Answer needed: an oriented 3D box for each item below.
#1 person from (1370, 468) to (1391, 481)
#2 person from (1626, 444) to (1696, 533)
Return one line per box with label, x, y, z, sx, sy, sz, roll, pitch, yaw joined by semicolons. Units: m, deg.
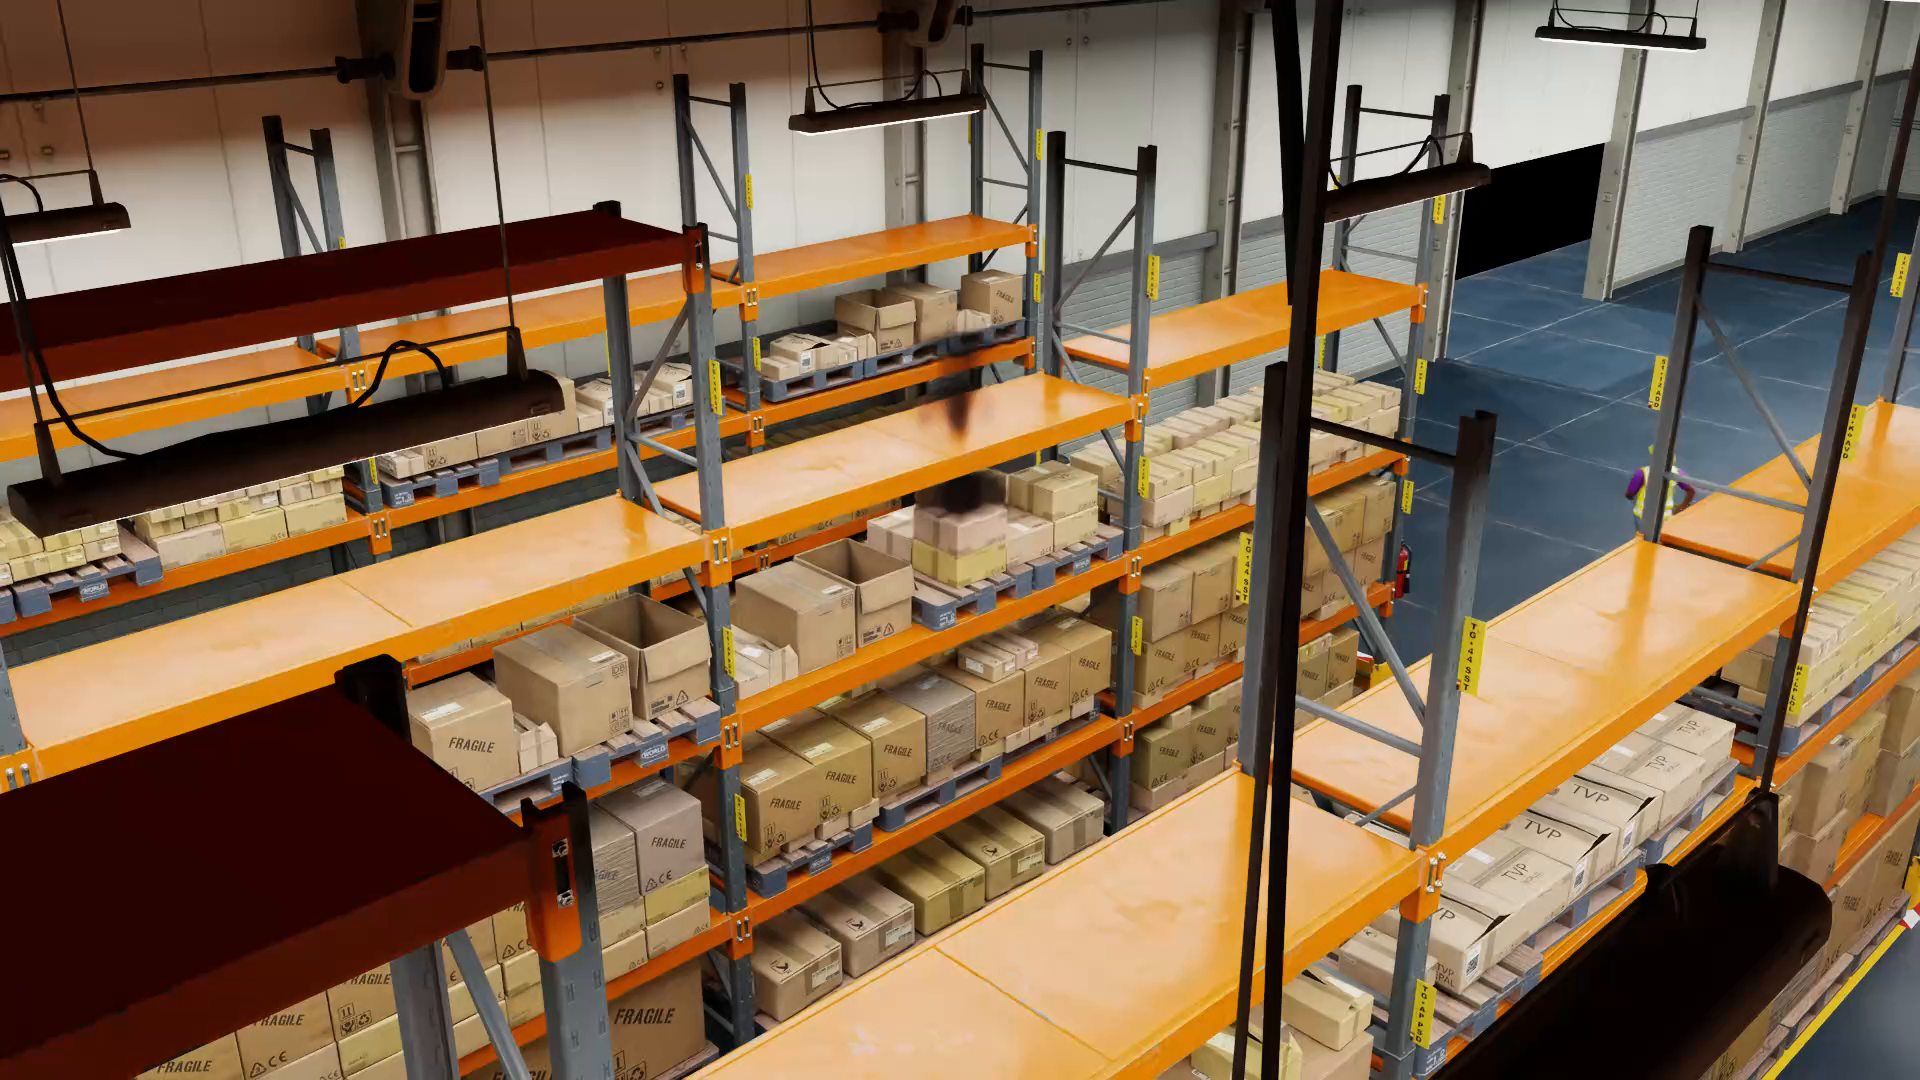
person;5.336;-1.002;21.248;0.557;1.605;0.743;14;26;30
person;8.038;-0.311;19.321;0.694;1.738;0.708;-2;23;-4
